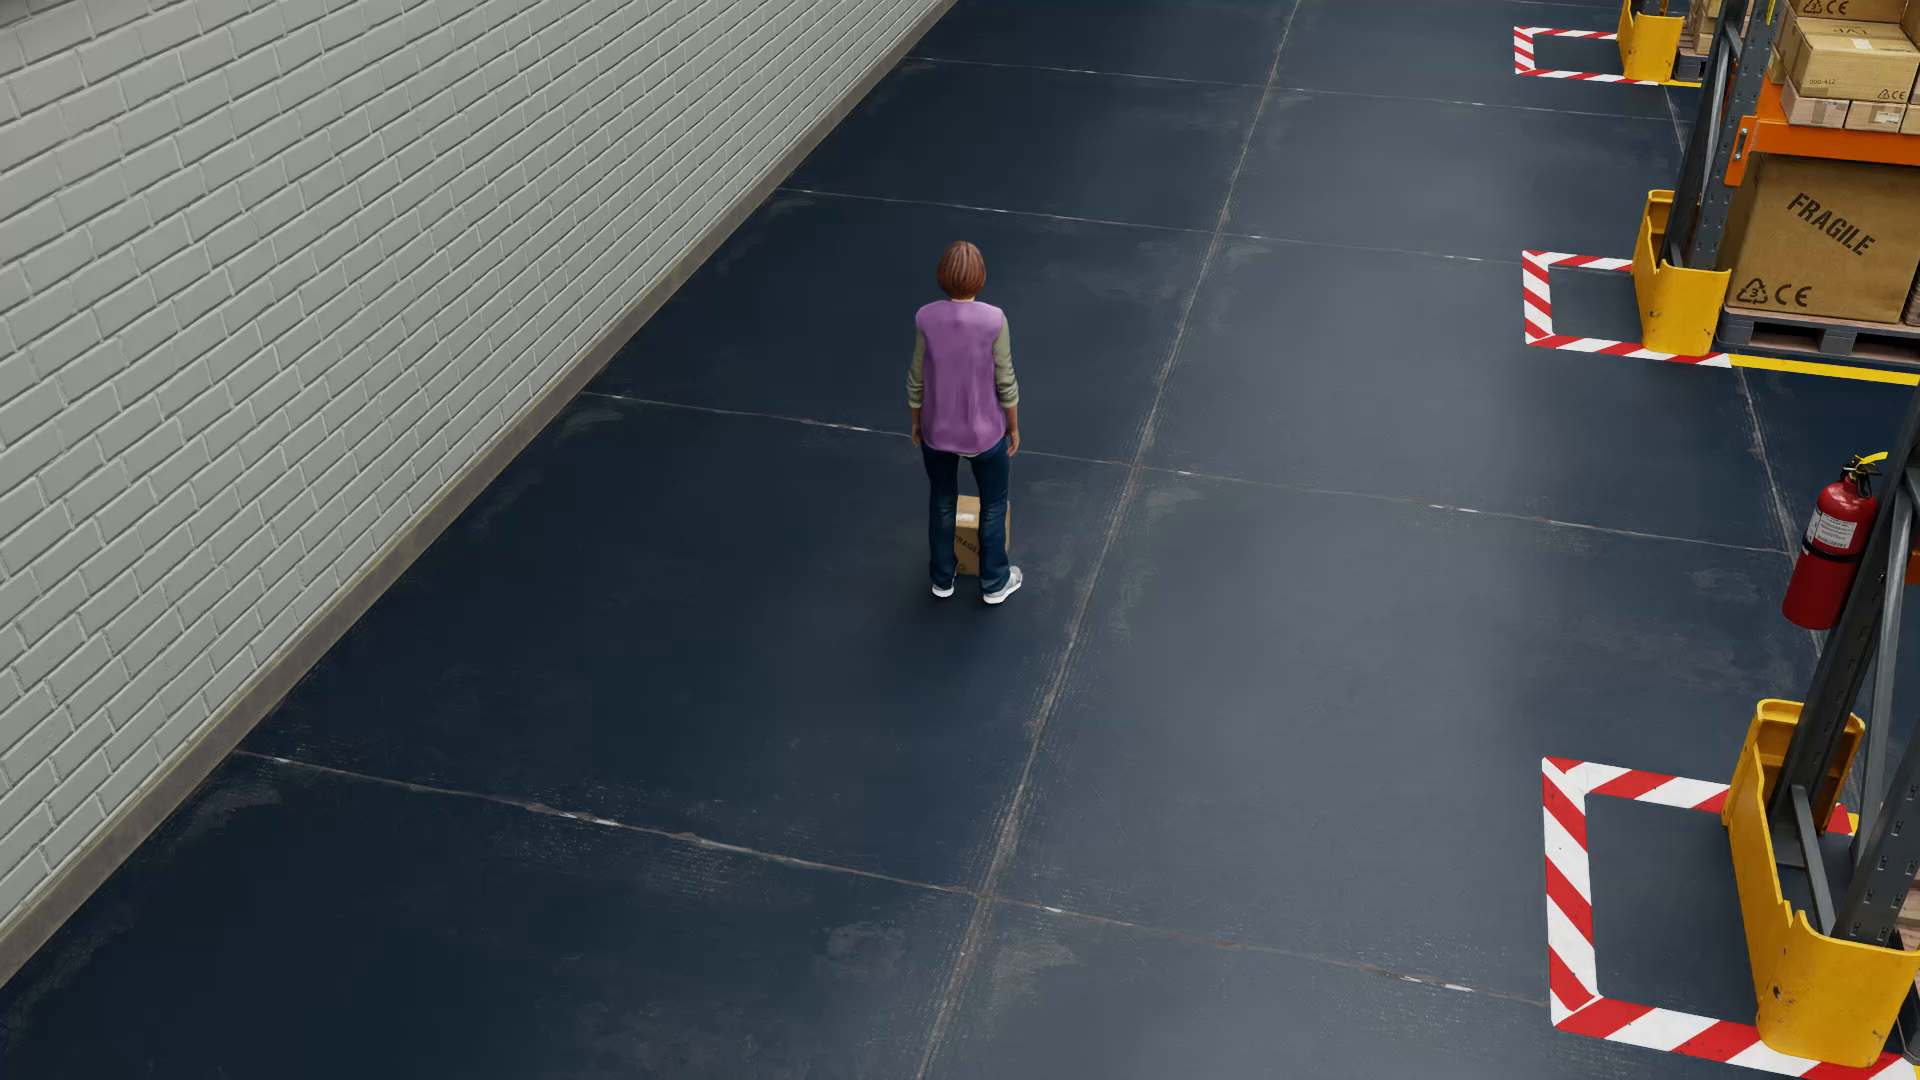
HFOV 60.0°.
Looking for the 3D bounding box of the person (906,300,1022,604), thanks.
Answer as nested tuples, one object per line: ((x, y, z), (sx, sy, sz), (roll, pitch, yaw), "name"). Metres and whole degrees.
((0.022, -0.368, 6.893), (0.472, 1.391, 0.328), (7, 34, 10), "person")
